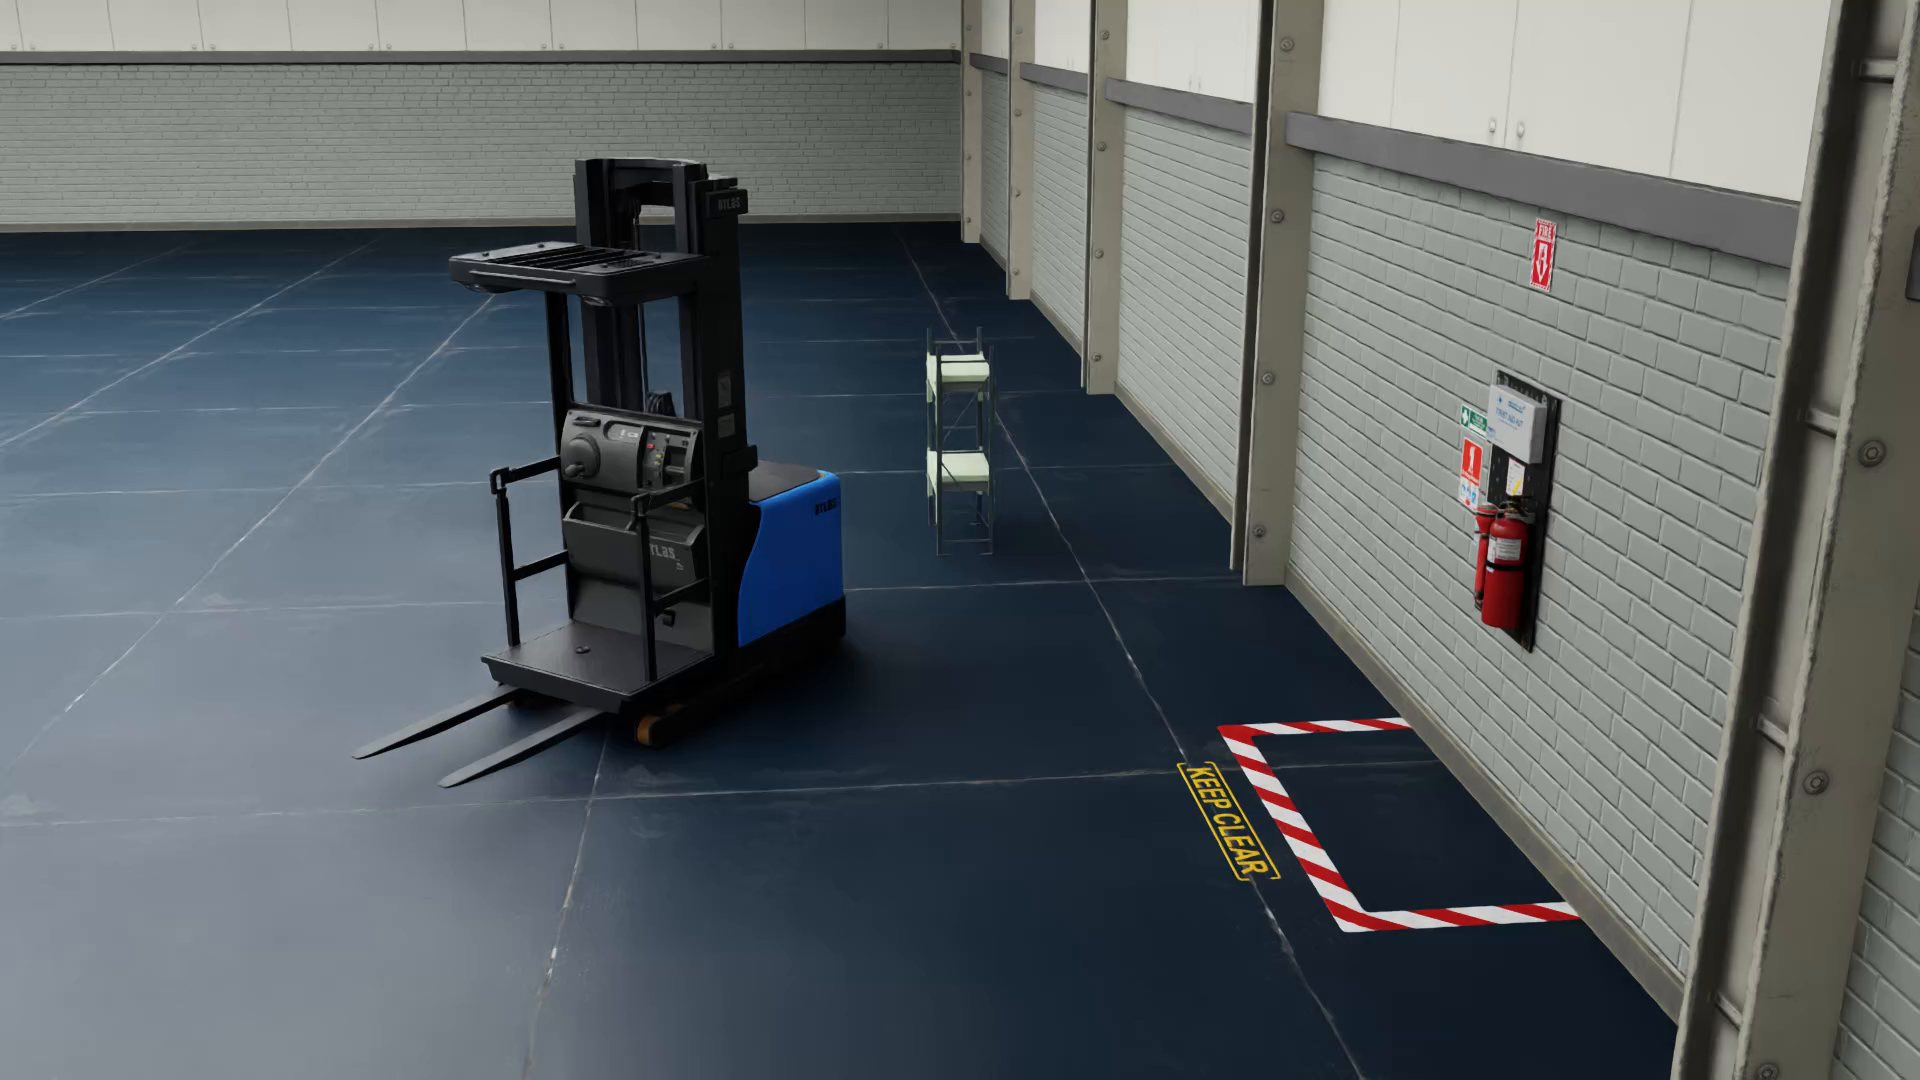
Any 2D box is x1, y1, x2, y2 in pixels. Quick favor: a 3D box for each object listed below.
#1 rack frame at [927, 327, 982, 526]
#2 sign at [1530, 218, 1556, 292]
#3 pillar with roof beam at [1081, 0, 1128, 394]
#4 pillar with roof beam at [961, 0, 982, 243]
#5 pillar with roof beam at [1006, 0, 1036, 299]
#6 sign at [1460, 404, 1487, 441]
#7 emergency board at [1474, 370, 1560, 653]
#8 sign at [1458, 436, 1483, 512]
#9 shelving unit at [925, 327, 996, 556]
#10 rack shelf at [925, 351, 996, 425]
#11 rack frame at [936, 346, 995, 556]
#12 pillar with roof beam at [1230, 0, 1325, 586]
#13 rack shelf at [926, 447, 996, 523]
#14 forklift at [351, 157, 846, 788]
[{"bbox_3d":[-0.038,-0.827,12.306,0.400,1.500,0.023,-2,18,-6],"label":"rack frame"},{"bbox_3d":[2.549,-1.248,7.274,0.001,0.298,0.199,-2,18,-6],"label":"sign"},{"bbox_3d":[-2.852,-5.703,15.320,9.100,9.000,0.400,-2,18,-6],"label":"pillar with roof beam"},{"bbox_3d":[-4.089,-9.279,26.708,9.100,9.000,0.400,-2,18,-6],"label":"pillar with roof beam"},{"bbox_3d":[-3.471,-7.491,21.014,9.100,9.000,0.400,-2,18,-6],"label":"pillar with roof beam"},{"bbox_3d":[2.488,-0.572,8.048,0.001,0.109,0.331,-2,18,-6],"label":"sign"},{"bbox_3d":[2.451,-0.136,7.603,0.194,1.169,0.643,-2,18,-6],"label":"emergency board"},{"bbox_3d":[2.497,-0.321,8.133,0.001,0.329,0.234,-2,18,-6],"label":"sign"},{"bbox_3d":[-0.001,-0.718,11.959,0.431,1.500,0.755,-2,18,-6],"label":"shelving unit"},{"bbox_3d":[-0.001,-1.090,11.842,0.431,0.370,0.720,-2,18,-6],"label":"rack shelf"},{"bbox_3d":[0.037,-0.609,11.611,0.400,1.500,0.023,-2,18,-6],"label":"rack frame"},{"bbox_3d":[-2.233,-3.916,9.626,9.100,9.000,0.400,-2,18,-6],"label":"pillar with roof beam"},{"bbox_3d":[-0.001,-0.407,12.056,0.431,0.370,0.720,-2,18,-6],"label":"rack shelf"},{"bbox_3d":[-1.891,-0.470,8.781,1.130,2.935,3.031,10,20,30],"label":"forklift"}]
